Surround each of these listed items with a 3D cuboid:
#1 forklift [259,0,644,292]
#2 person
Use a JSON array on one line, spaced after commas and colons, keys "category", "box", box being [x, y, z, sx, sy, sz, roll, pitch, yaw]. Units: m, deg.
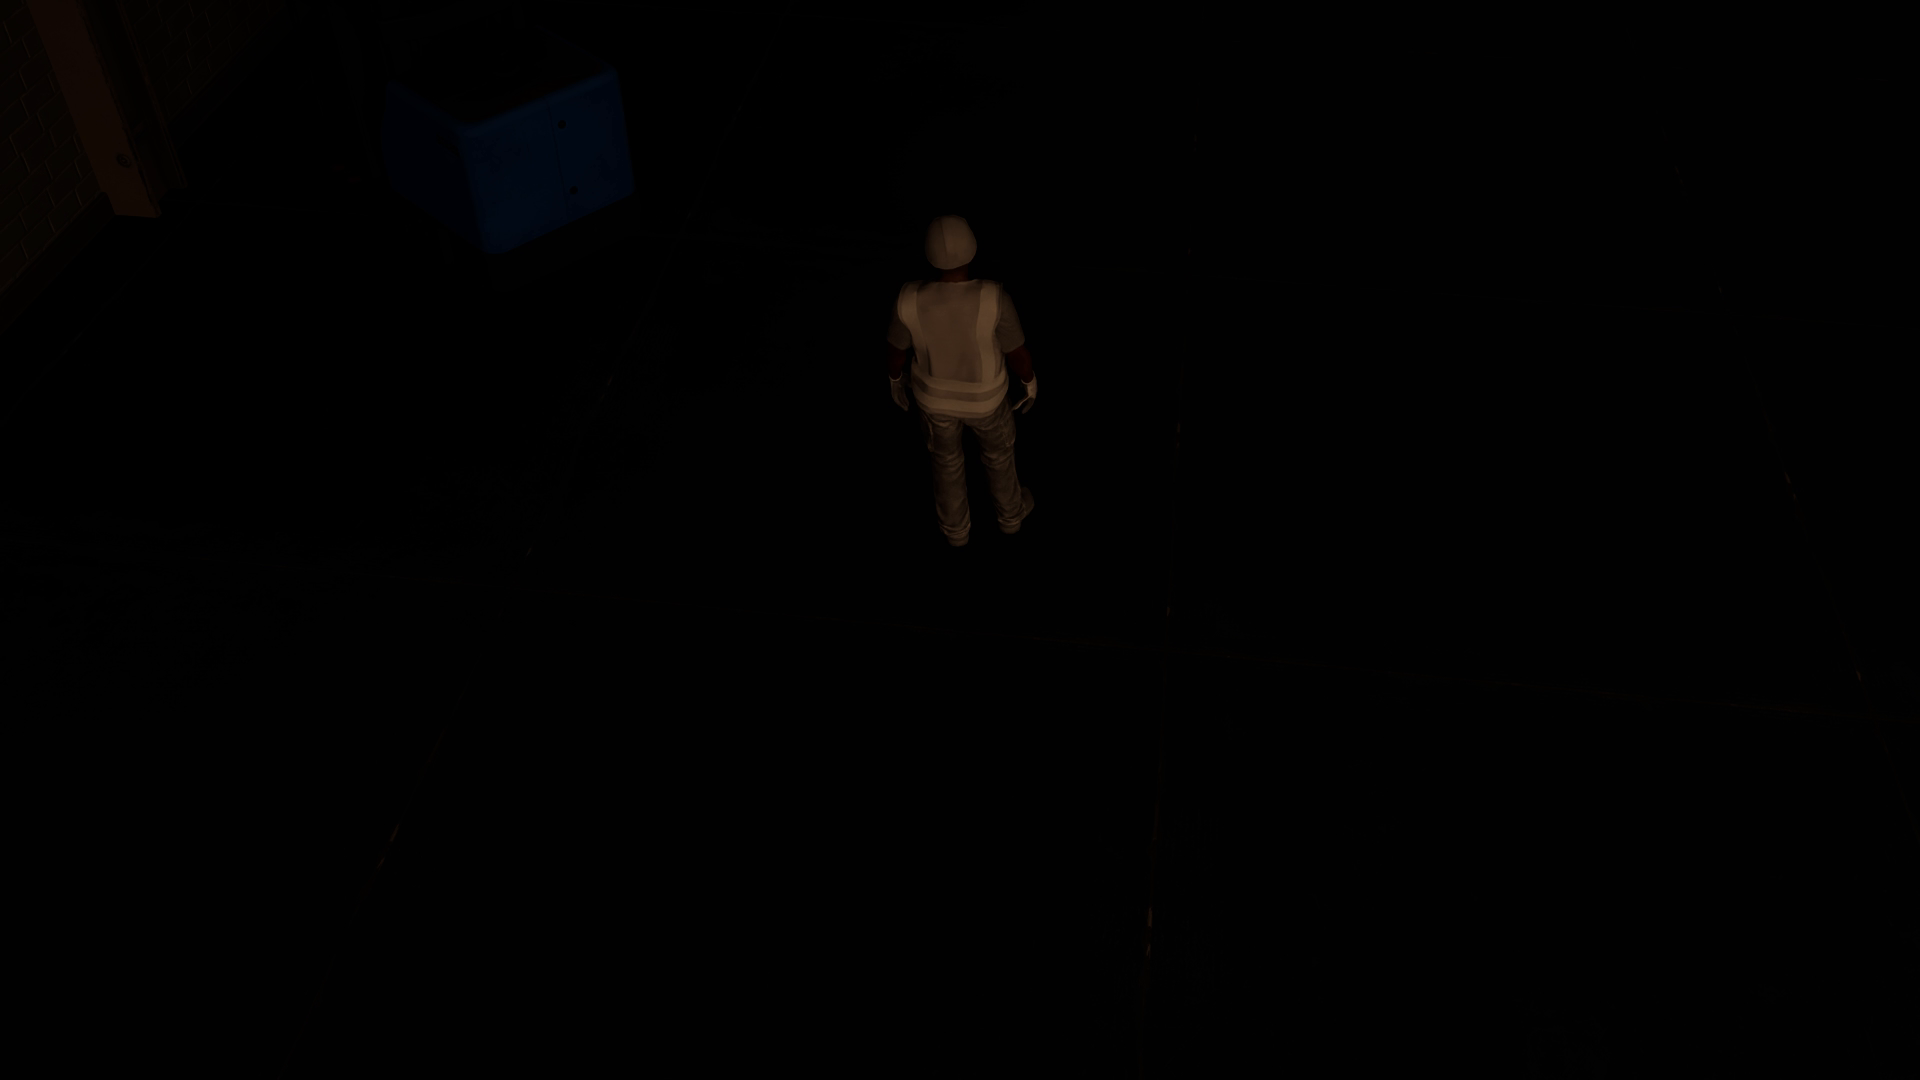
[{"category": "forklift", "box": [-3.261, -3.355, 9.376, 3.031, 2.935, 1.130, 34, 52, 31]}, {"category": "person", "box": [0.018, -0.710, 7.335, 0.657, 1.785, 0.575, 5, 43, 6]}]
